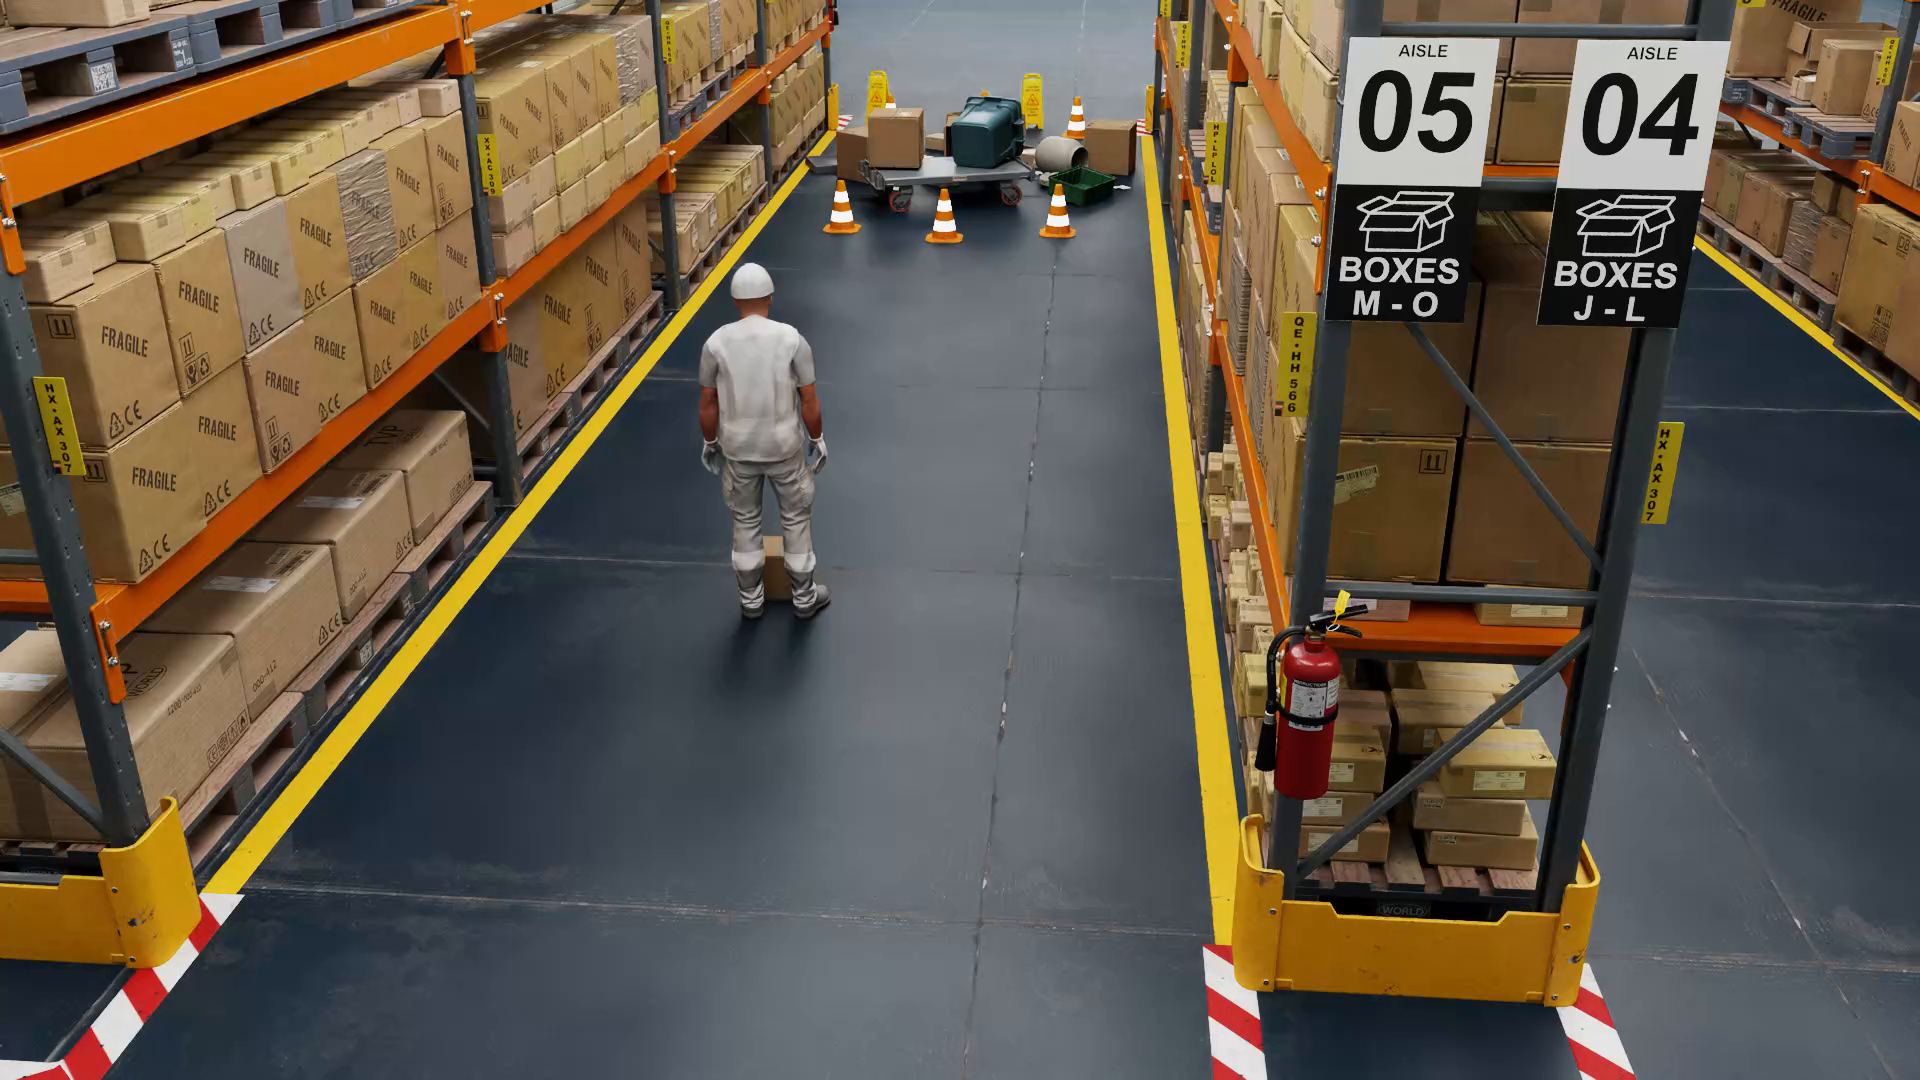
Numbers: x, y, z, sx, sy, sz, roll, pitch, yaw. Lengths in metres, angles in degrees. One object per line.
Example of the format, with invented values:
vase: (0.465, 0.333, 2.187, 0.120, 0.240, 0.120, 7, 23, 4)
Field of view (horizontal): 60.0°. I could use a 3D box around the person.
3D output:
person: (-0.956, -0.458, 8.104, 0.615, 1.775, 0.453, 0, 24, 1)
